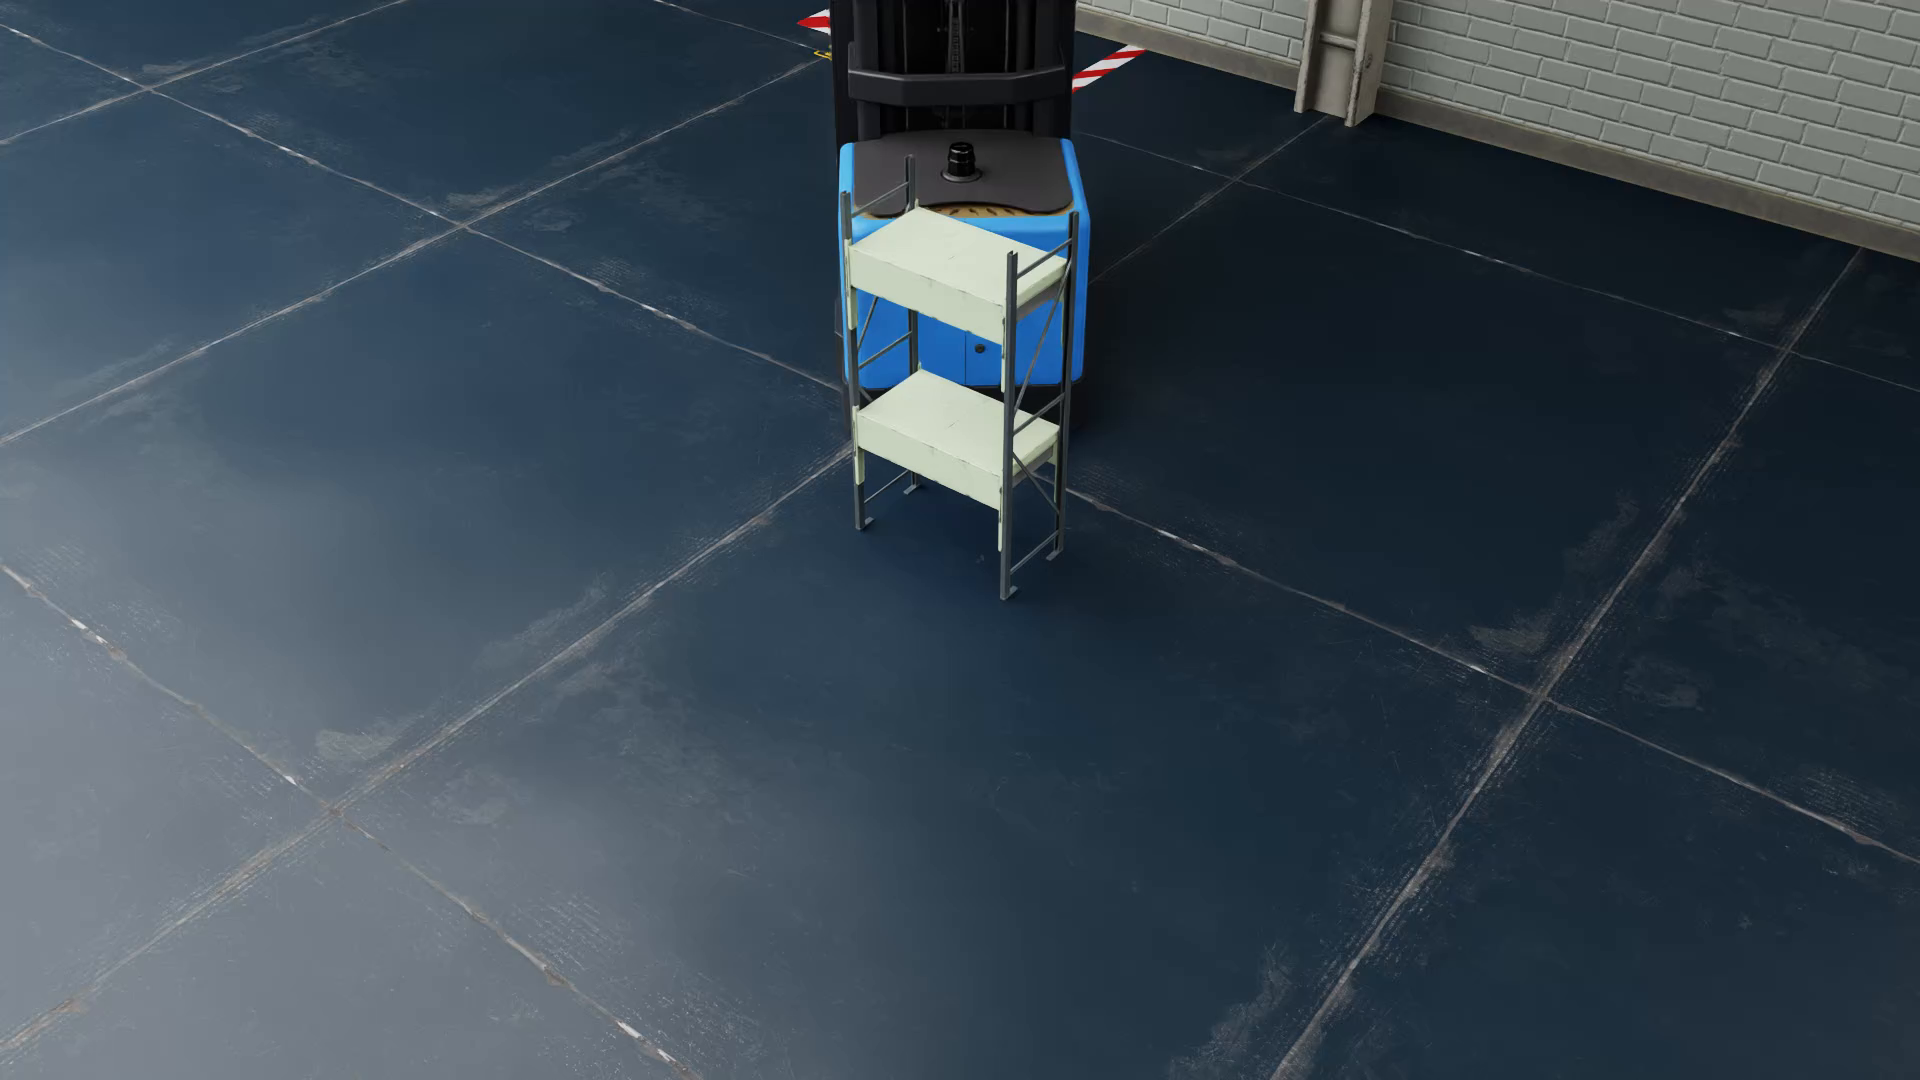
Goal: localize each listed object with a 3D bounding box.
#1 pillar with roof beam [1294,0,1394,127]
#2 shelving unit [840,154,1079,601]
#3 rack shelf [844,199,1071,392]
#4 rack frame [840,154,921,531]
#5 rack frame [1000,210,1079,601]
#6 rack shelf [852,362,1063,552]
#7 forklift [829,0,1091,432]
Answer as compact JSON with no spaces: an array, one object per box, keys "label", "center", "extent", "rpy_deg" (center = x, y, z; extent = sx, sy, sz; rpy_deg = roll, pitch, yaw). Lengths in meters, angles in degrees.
[{"label":"pillar with roof beam","center":[-0.346,-4.038,4.608],"extent":[0.400,9.000,9.100],"rpy_deg":[25,45,29]},{"label":"shelving unit","center":[-0.005,-0.593,6.291],"extent":[0.755,1.500,0.431],"rpy_deg":[25,45,29]},{"label":"rack shelf","center":[-0.005,-0.900,6.050],"extent":[0.720,0.370,0.431],"rpy_deg":[25,45,29]},{"label":"rack frame","center":[-0.296,-0.730,6.466],"extent":[0.023,1.500,0.400],"rpy_deg":[25,45,29]},{"label":"rack frame","center":[0.285,-0.456,6.116],"extent":[0.023,1.500,0.400],"rpy_deg":[25,45,29]},{"label":"rack shelf","center":[-0.005,-0.336,6.492],"extent":[0.720,0.370,0.431],"rpy_deg":[25,45,29]},{"label":"forklift","center":[-0.046,-2.488,7.550],"extent":[1.130,2.935,3.031],"rpy_deg":[-2,38,-2]}]
